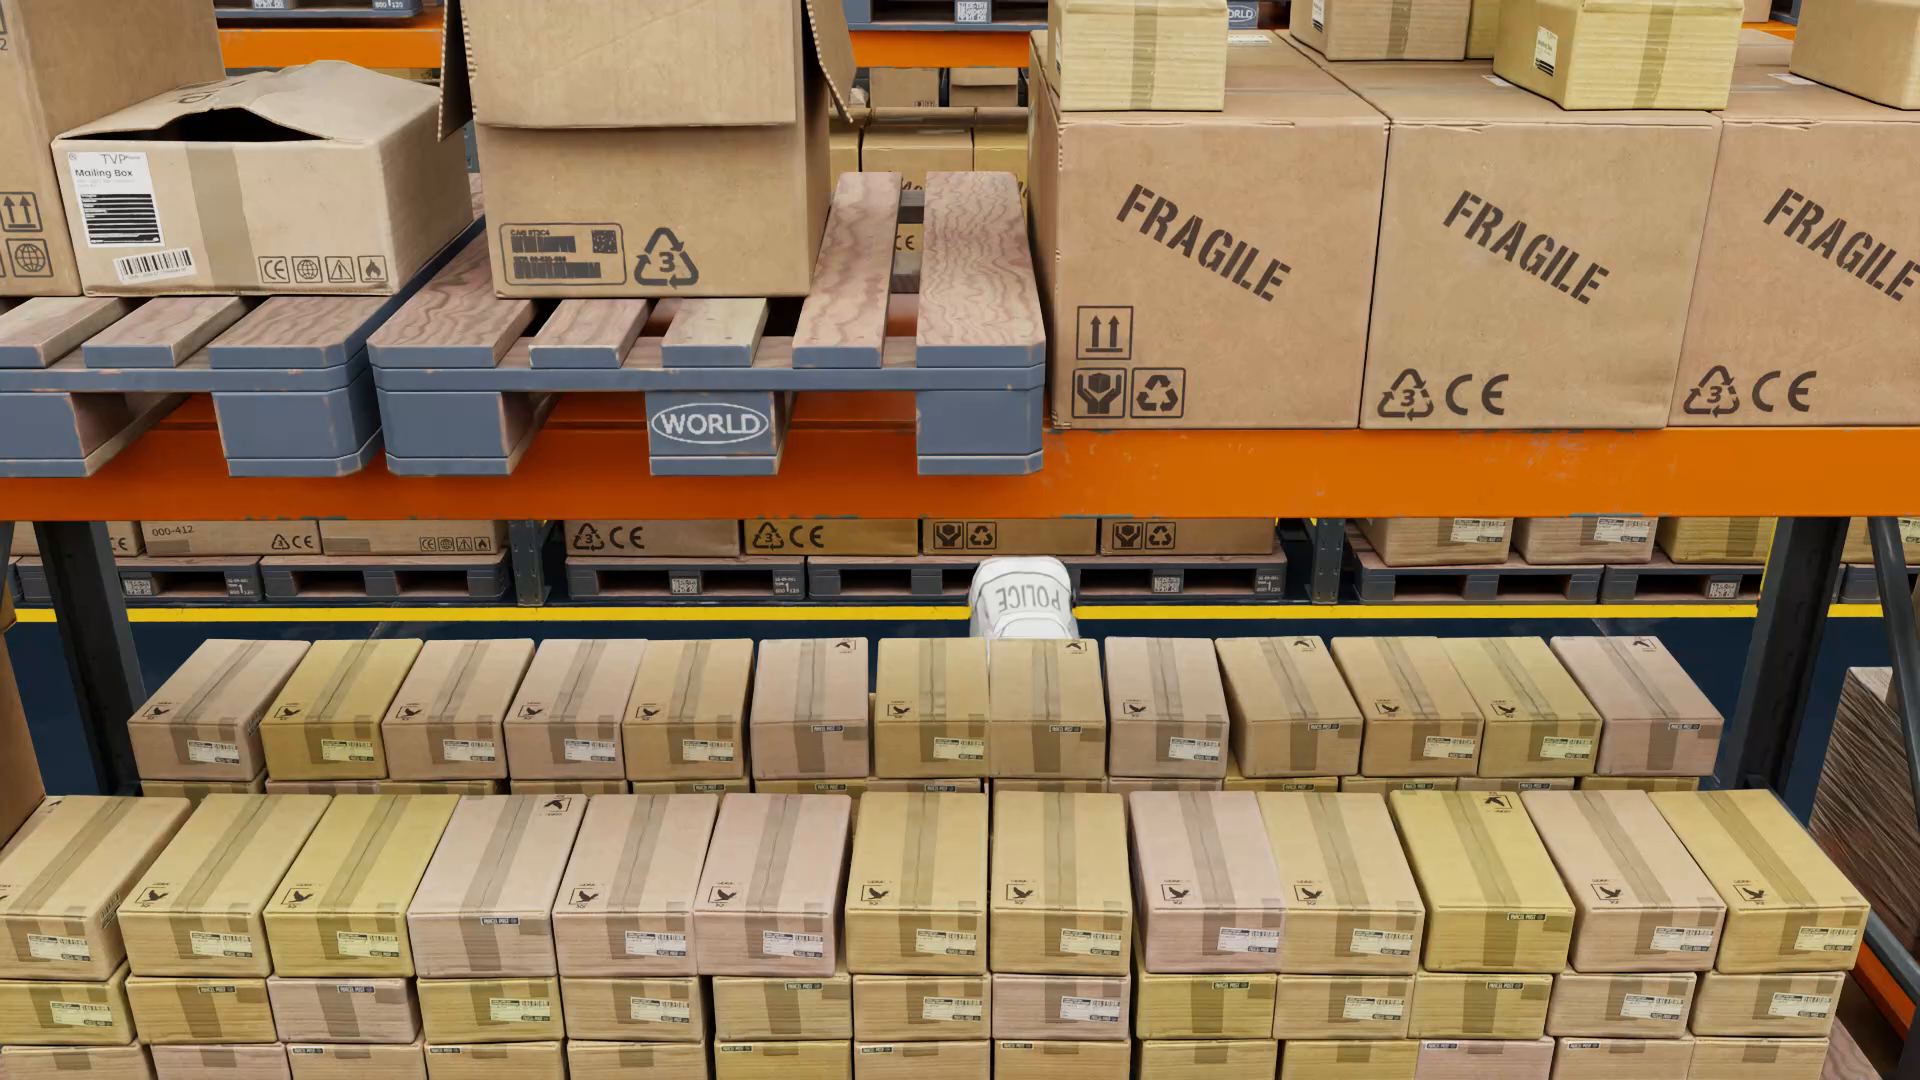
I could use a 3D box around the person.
[{"bbox_3d":[0.282,0.583,6.758,0.513,0.886,0.937,-1,24,-3],"label":"person"}]
